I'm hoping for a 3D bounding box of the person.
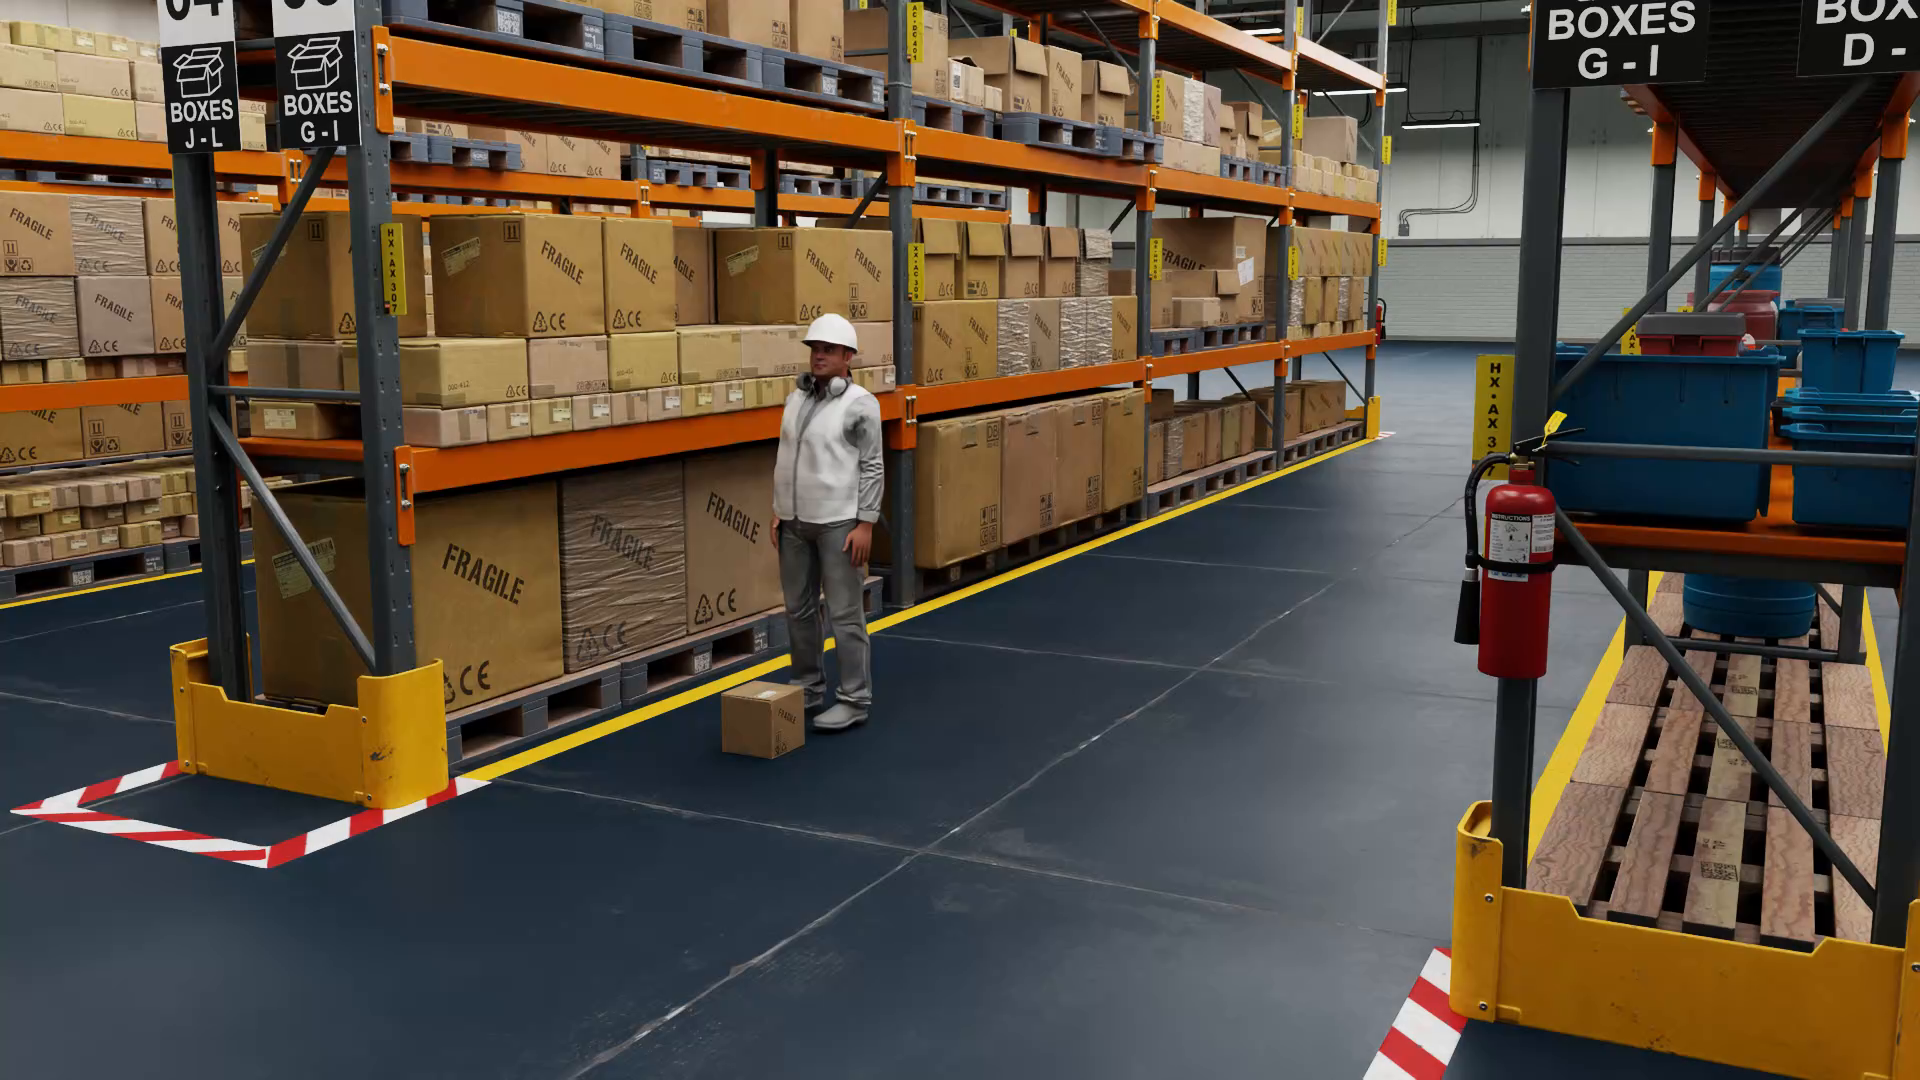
[{"bbox_3d":[-0.596,-0.072,7.219,0.559,1.798,0.388,6,11,34],"label":"person"}]
